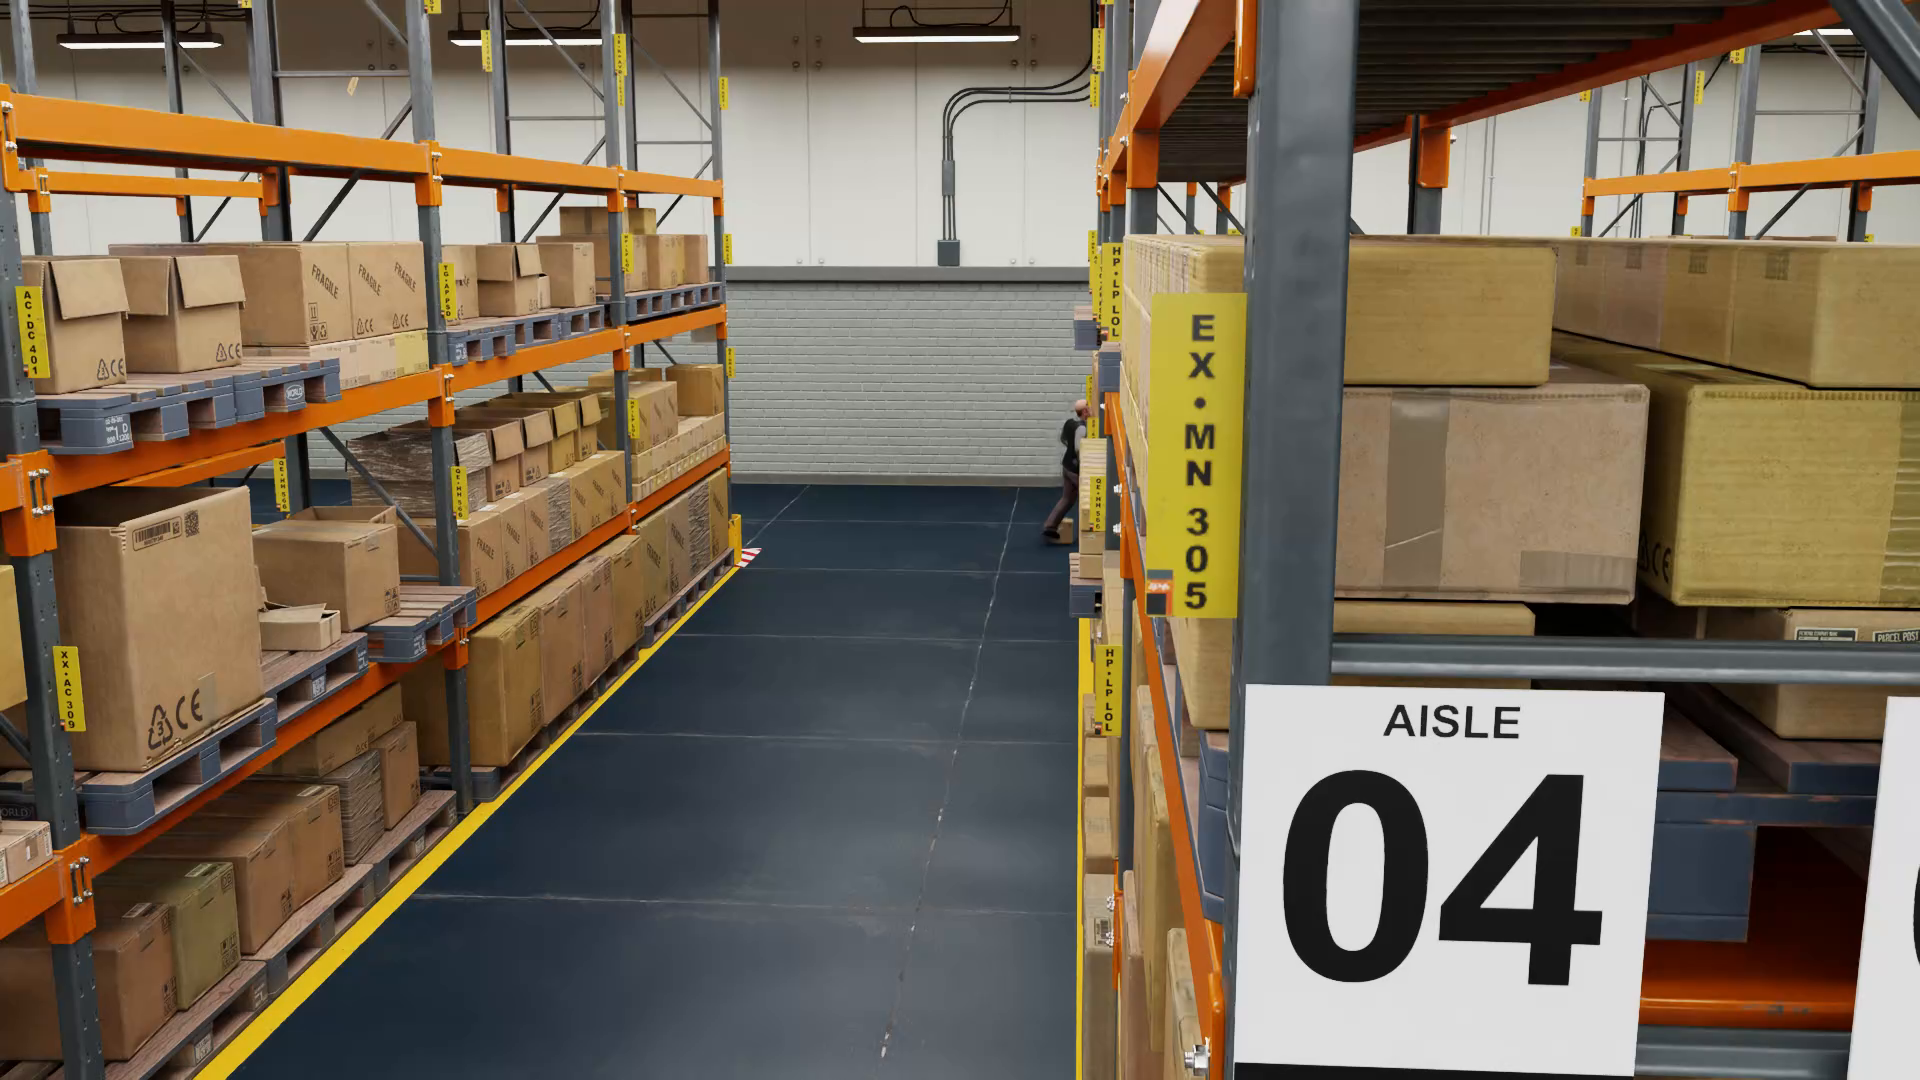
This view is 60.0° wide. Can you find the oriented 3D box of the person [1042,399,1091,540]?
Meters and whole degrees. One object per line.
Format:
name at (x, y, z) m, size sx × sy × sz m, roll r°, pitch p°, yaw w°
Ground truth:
person at (1.404, -0.762, 19.074) m, size 0.761 × 1.731 × 0.756 m, roll -4°, pitch 11°, yaw -21°
